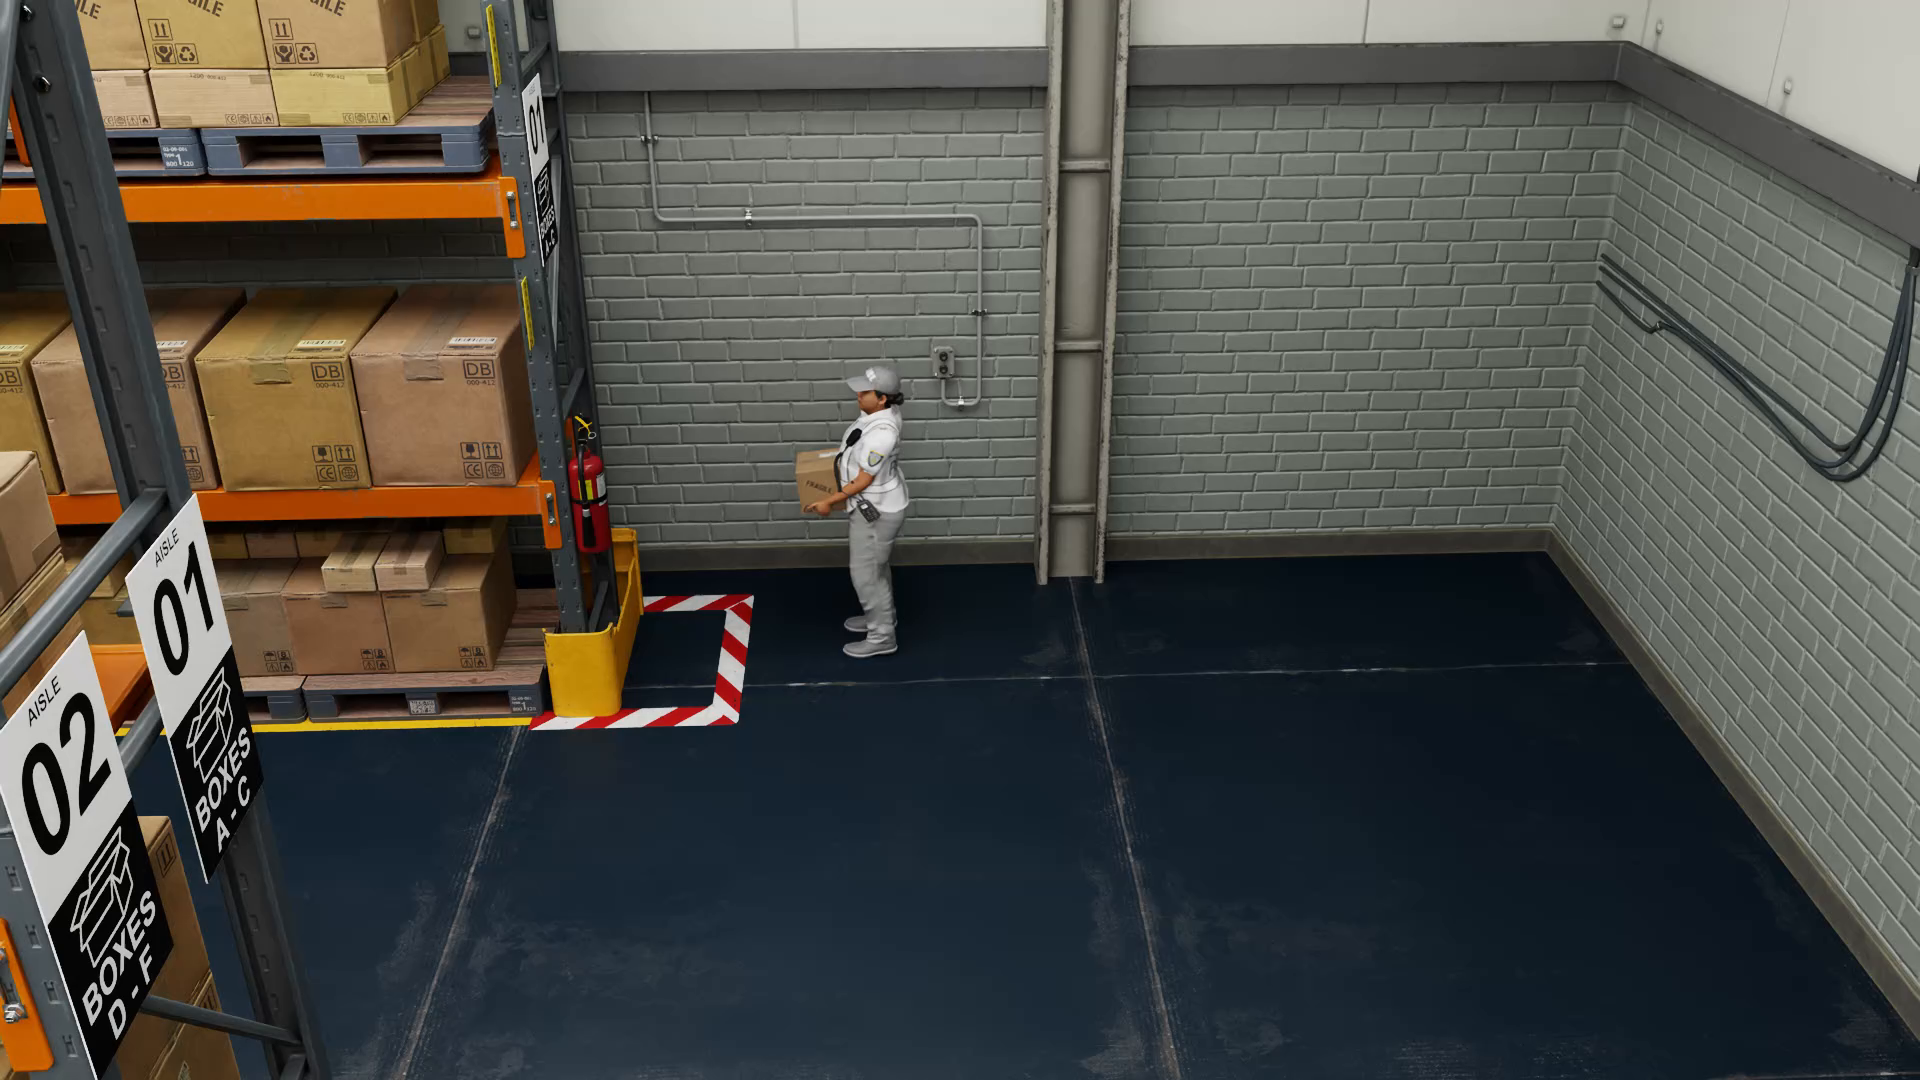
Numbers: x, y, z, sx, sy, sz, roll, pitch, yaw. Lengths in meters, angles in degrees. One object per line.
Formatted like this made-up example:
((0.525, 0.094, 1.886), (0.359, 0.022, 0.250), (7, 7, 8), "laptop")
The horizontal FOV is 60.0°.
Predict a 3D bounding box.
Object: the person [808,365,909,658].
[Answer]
((-0.543, -0.167, 8.947), (0.541, 1.653, 0.453), (-1, 28, -2), "person")
